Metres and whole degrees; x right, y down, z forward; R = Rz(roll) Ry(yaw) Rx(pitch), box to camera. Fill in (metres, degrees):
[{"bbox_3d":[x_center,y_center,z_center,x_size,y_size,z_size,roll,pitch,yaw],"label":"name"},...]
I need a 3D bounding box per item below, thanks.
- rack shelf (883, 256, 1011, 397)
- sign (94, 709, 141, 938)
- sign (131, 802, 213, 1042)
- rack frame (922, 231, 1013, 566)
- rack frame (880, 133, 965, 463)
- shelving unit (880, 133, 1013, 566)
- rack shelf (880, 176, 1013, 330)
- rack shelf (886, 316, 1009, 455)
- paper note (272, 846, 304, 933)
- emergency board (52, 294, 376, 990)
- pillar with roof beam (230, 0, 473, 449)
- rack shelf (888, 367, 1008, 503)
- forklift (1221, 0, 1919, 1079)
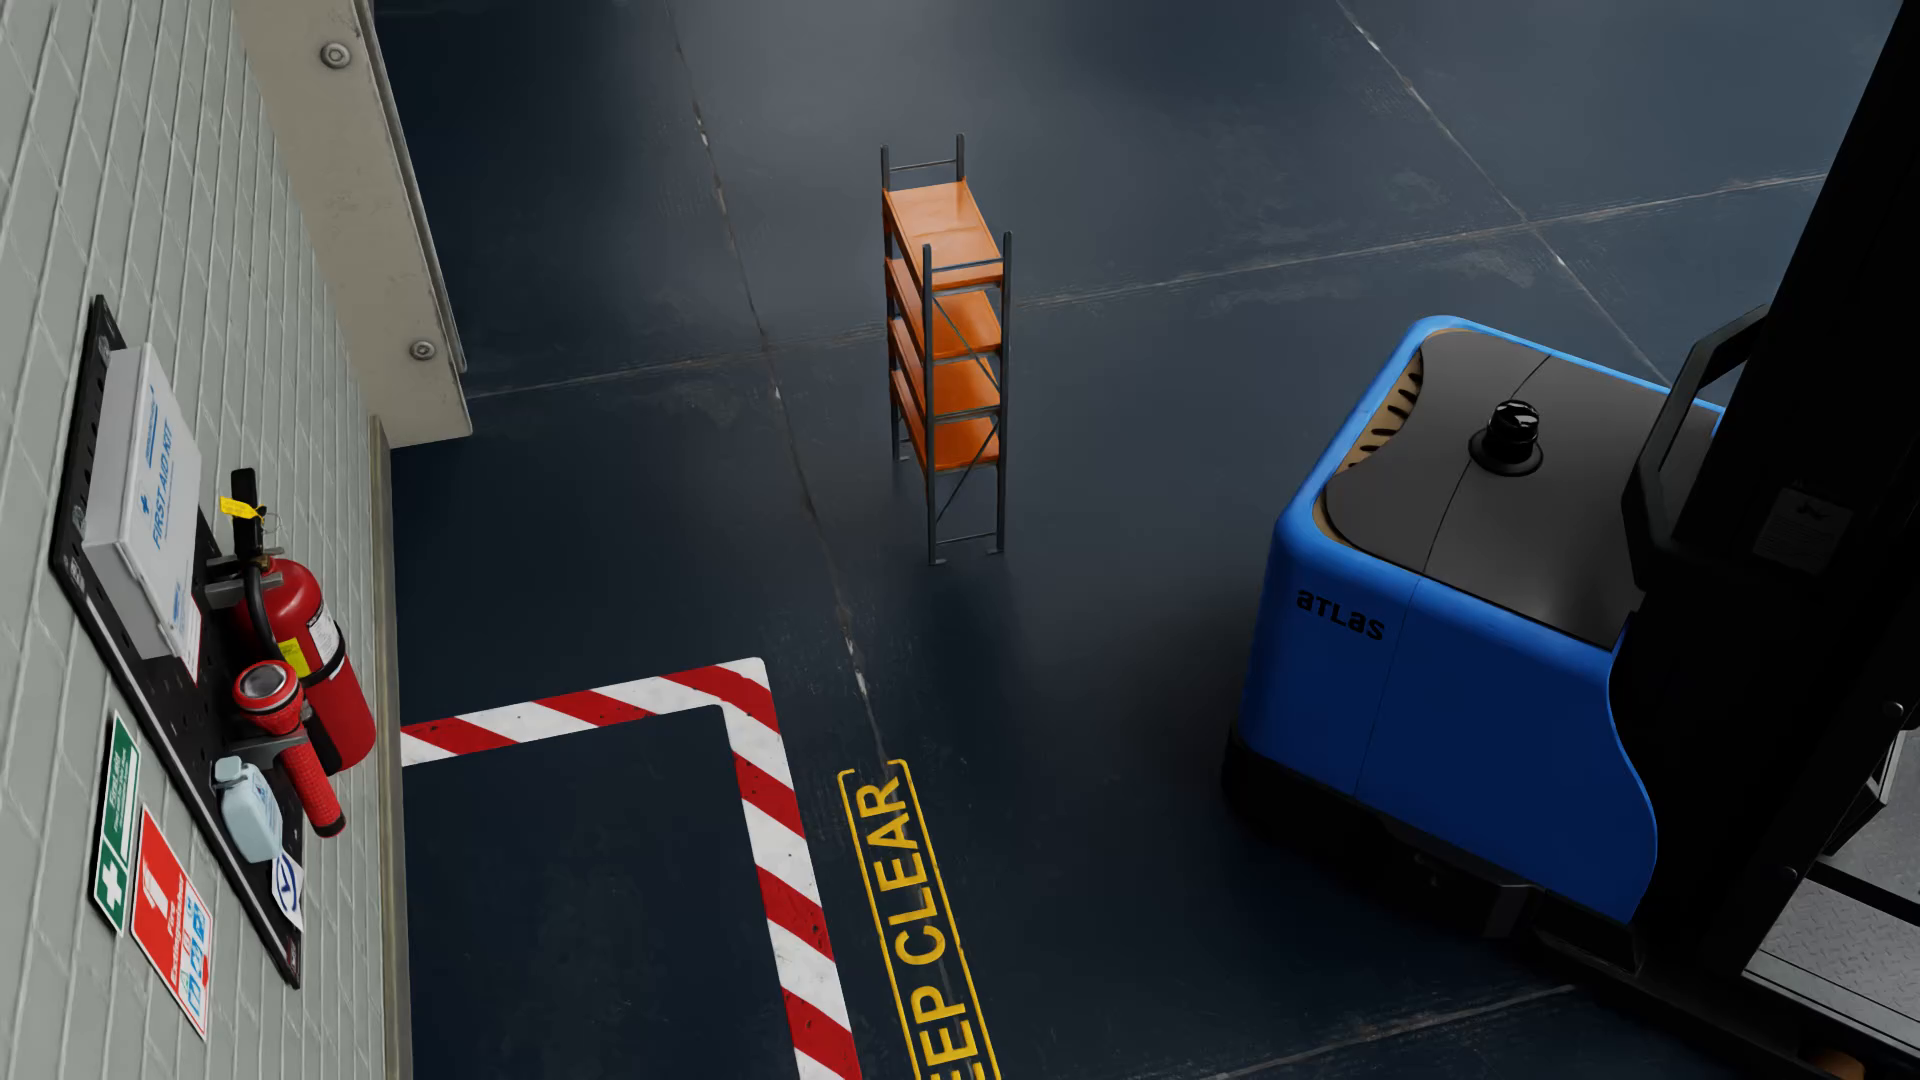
[{"bbox_3d":[-0.042,-0.644,4.822,0.258,0.148,0.480,-11,47,-10],"label":"rack shelf"},{"bbox_3d":[-1.195,0.398,2.364,0.001,0.109,0.331,-11,47,-10],"label":"sign"},{"bbox_3d":[-1.203,0.588,2.548,0.001,0.329,0.234,-11,47,-10],"label":"sign"},{"bbox_3d":[0.020,-0.366,4.768,0.240,1.200,0.015,-11,47,-10],"label":"rack frame"},{"bbox_3d":[-0.105,-0.703,5.099,0.240,1.200,0.015,-11,47,-10],"label":"rack frame"},{"bbox_3d":[-0.042,-0.534,4.933,0.258,1.200,0.503,-11,47,-10],"label":"shelving unit"},{"bbox_3d":[-0.042,-0.809,4.653,0.258,0.148,0.480,-11,47,-10],"label":"rack shelf"},{"bbox_3d":[-0.042,-0.487,4.982,0.258,0.148,0.480,-11,47,-10],"label":"rack shelf"},{"bbox_3d":[-1.266,0.643,3.136,0.016,0.148,0.142,-11,47,-10],"label":"paper note"},{"bbox_3d":[-1.245,0.200,2.953,0.194,1.169,0.643,-11,47,-10],"label":"emergency board"},{"bbox_3d":[2.321,-4.400,3.261,9.100,9.000,0.400,-11,47,-10],"label":"pillar with roof beam"},{"bbox_3d":[-0.042,-0.348,5.123,0.258,0.148,0.480,-11,47,-10],"label":"rack shelf"},{"bbox_3d":[2.229,-0.038,3.235,3.031,2.935,1.130,24,50,22],"label":"forklift"}]
